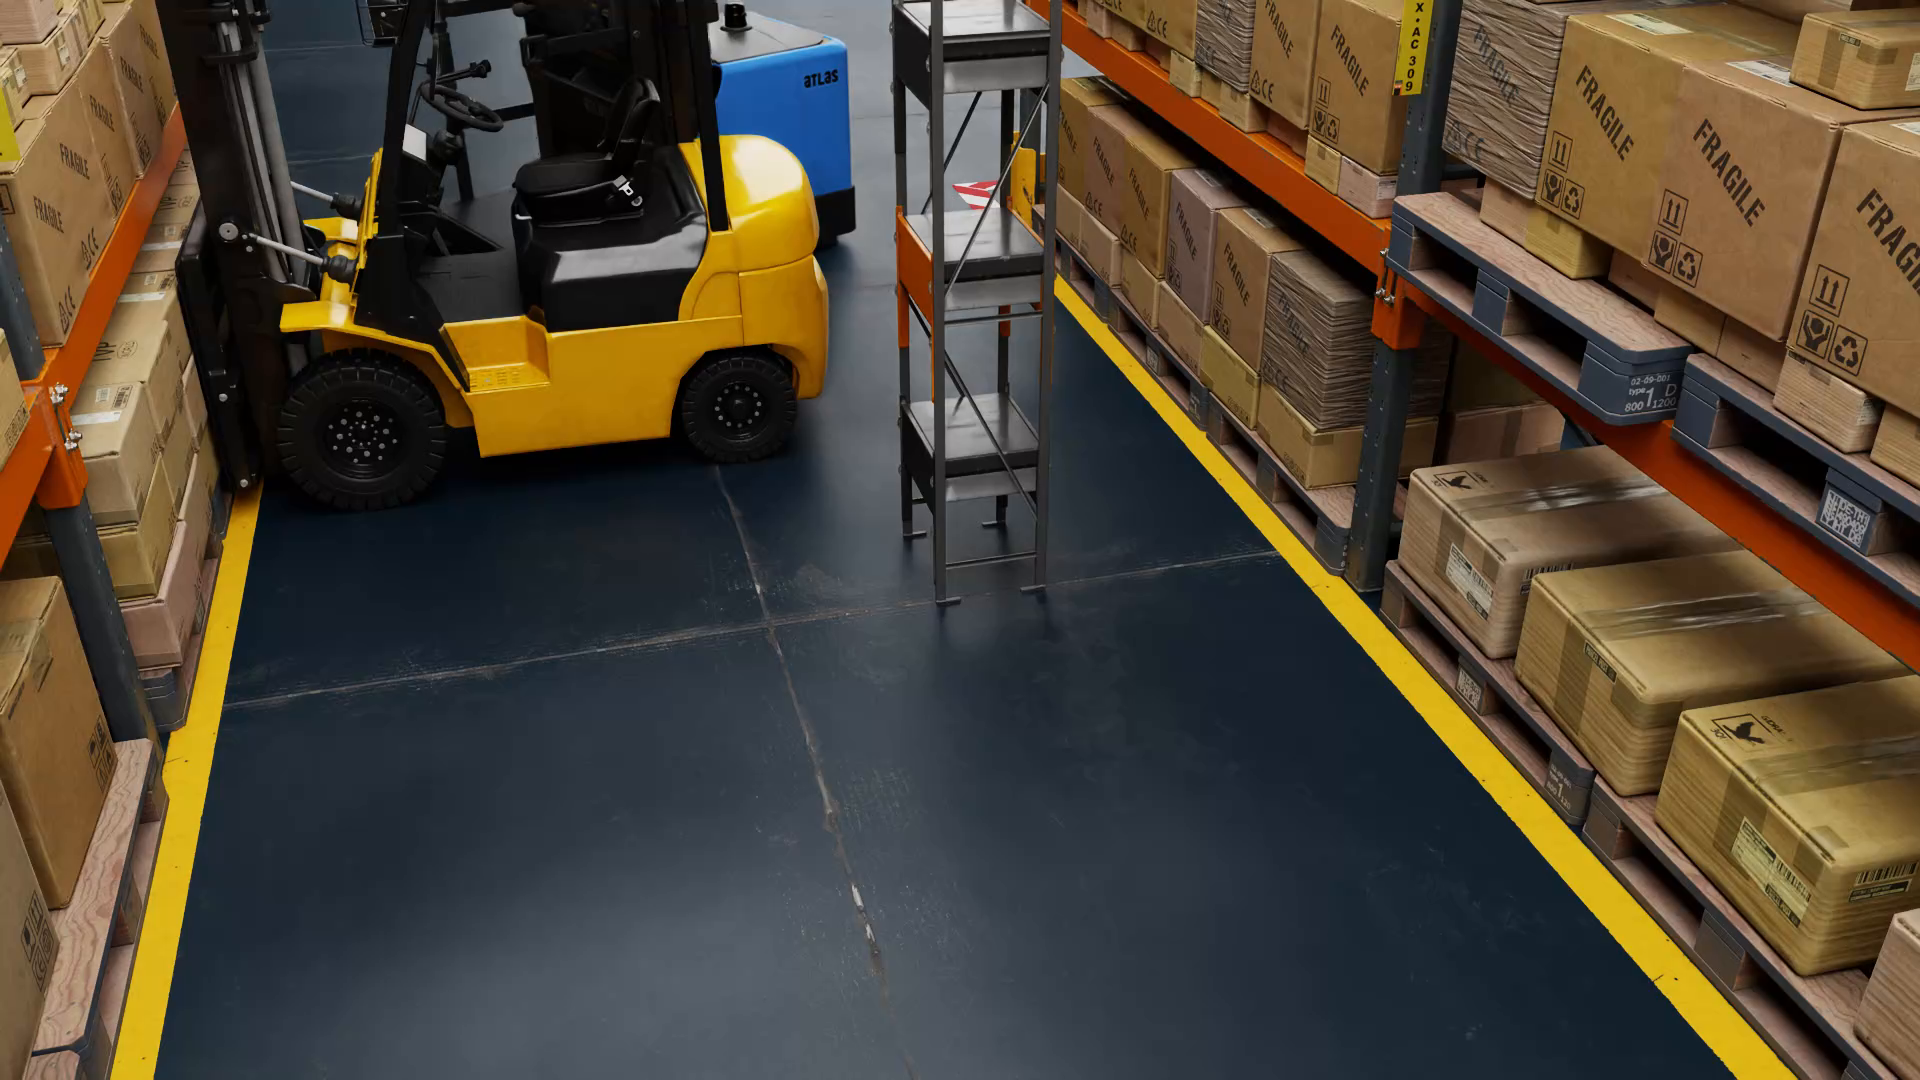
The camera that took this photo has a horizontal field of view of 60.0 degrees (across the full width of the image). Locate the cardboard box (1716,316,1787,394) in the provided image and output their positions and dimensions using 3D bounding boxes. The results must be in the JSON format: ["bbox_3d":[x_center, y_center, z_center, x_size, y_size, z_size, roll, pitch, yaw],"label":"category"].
[{"bbox_3d":[2.023,-0.463,3.887,0.380,0.149,0.250,-8,31,-13],"label":"cardboard box"}]

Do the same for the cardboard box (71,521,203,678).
[{"bbox_3d":[-2.711,0.195,5.244,0.500,0.250,0.500,-8,31,-13],"label":"cardboard box"}]

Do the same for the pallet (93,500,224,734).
[{"bbox_3d":[-3.073,0.282,5.552,1.003,0.211,1.213,-8,31,-13],"label":"pallet"}]

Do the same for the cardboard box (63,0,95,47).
[{"bbox_3d":[-3.045,-1.670,5.394,0.380,0.149,0.250,-9,31,-15],"label":"cardboard box"}]

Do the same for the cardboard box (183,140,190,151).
[{"bbox_3d":[-3.541,-1.711,7.539,0.500,0.250,0.500,-7,31,-12],"label":"cardboard box"}]

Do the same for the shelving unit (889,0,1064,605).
[{"bbox_3d":[0.044,-0.829,5.586,0.431,2.100,0.503,-8,31,-13],"label":"shelving unit"}]

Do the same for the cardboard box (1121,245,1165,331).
[{"bbox_3d":[1.054,-1.185,7.628,0.500,0.250,0.500,-6,31,-10],"label":"cardboard box"}]

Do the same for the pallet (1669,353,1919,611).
[{"bbox_3d":[2.379,-0.133,3.677,1.003,0.211,1.213,-8,31,-13],"label":"pallet"}]

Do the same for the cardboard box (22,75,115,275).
[{"bbox_3d":[-2.922,-1.077,5.017,0.500,0.500,0.500,-7,31,-12],"label":"cardboard box"}]

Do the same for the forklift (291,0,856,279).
[{"bbox_3d":[-2.020,-2.611,7.835,3.031,2.935,1.130,-23,37,-34],"label":"forklift"}]

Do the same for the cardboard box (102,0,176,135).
[{"bbox_3d":[-3.315,-1.808,6.280,0.500,0.500,0.500,-8,31,-14],"label":"cardboard box"}]

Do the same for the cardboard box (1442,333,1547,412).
[{"bbox_3d":[1.986,-0.834,6.274,0.500,0.500,0.500,-6,31,-11],"label":"cardboard box"}]

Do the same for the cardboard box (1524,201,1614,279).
[{"bbox_3d":[1.782,-0.839,4.537,0.380,0.149,0.250,-7,31,-12],"label":"cardboard box"}]

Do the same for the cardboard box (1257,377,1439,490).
[{"bbox_3d":[1.467,-0.439,6.339,0.500,0.250,0.500,-6,31,-11],"label":"cardboard box"}]

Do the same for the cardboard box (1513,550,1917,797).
[{"bbox_3d":[2.218,0.358,4.841,0.950,0.372,0.625,-6,31,-10],"label":"cardboard box"}]

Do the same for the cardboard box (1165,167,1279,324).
[{"bbox_3d":[1.194,-1.255,7.001,0.500,0.500,0.500,-6,31,-11],"label":"cardboard box"}]

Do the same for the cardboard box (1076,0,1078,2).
[{"bbox_3d":[0.792,-2.709,8.186,0.380,0.149,0.250,-7,31,-13],"label":"cardboard box"}]

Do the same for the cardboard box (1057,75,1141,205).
[{"bbox_3d":[0.775,-2.007,8.301,0.500,0.500,0.500,-9,31,-15],"label":"cardboard box"}]

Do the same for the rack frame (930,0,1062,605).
[{"bbox_3d":[0.109,-0.711,5.382,0.400,2.100,0.015,-8,31,-13],"label":"rack frame"}]

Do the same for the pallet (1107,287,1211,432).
[{"bbox_3d":[1.343,-0.900,7.595,1.003,0.211,1.213,-8,31,-13],"label":"pallet"}]

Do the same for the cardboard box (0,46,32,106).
[{"bbox_3d":[-2.899,-1.295,4.746,0.380,0.149,0.250,-8,31,-13],"label":"cardboard box"}]

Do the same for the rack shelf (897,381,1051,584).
[{"bbox_3d":[0.044,-0.211,5.943,0.431,0.518,0.480,-8,31,-13],"label":"rack shelf"}]

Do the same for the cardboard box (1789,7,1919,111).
[{"bbox_3d":[2.054,-1.046,3.600,0.380,0.149,0.250,-6,31,-10],"label":"cardboard box"}]

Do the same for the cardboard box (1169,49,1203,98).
[{"bbox_3d":[1.088,-1.940,6.859,0.380,0.149,0.250,-8,31,-13],"label":"cardboard box"}]

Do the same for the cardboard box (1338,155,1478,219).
[{"bbox_3d":[1.503,-1.203,5.585,0.380,0.149,0.250,-8,31,-14],"label":"cardboard box"}]

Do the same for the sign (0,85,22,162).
[{"bbox_3d":[-2.381,-1.079,4.043,0.100,0.325,0.005,-8,31,-13],"label":"sign"}]

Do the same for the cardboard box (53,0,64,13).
[{"bbox_3d":[-2.998,-1.677,5.110,0.380,0.149,0.250,-8,31,-14],"label":"cardboard box"}]

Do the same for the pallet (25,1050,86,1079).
[{"bbox_3d":[-2.341,1.613,3.253,1.003,0.211,1.213,-8,31,-13],"label":"pallet"}]

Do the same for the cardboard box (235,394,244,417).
[{"bbox_3d":[-3.128,-0.542,6.517,0.500,0.250,0.500,-7,31,-12],"label":"cardboard box"}]

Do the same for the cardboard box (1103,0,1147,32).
[{"bbox_3d":[0.956,-2.540,7.247,0.500,0.500,0.500,-8,31,-14],"label":"cardboard box"}]

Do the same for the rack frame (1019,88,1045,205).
[{"bbox_3d":[0.821,-3.129,8.662,1.000,3.000,0.127,-8,31,-13],"label":"rack frame"}]

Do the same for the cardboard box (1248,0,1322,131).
[{"bbox_3d":[1.382,-1.798,5.966,0.500,0.500,0.500,-7,31,-12],"label":"cardboard box"}]

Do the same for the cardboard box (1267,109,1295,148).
[{"bbox_3d":[1.384,-1.581,6.238,0.380,0.149,0.250,-8,31,-14],"label":"cardboard box"}]

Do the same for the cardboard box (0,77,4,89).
[{"bbox_3d":[-2.701,-1.181,4.253,0.380,0.149,0.250,-7,31,-12],"label":"cardboard box"}]

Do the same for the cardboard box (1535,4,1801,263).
[{"bbox_3d":[1.864,-1.044,4.244,0.500,0.500,0.500,-8,31,-13],"label":"cardboard box"}]

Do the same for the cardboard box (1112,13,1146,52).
[{"bbox_3d":[0.908,-2.321,7.516,0.380,0.149,0.250,-7,31,-12],"label":"cardboard box"}]

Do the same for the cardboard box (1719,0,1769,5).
[{"bbox_3d":[2.226,-1.358,4.786,0.500,0.500,0.500,-8,31,-14],"label":"cardboard box"}]

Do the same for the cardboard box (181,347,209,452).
[{"bbox_3d":[-2.991,-0.505,5.955,0.500,0.250,0.500,-8,31,-14],"label":"cardboard box"}]

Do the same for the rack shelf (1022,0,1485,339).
[{"bbox_3d":[1.352,-1.852,7.173,1.077,0.370,4.000,-8,31,-13],"label":"rack shelf"}]

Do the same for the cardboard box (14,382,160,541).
[{"bbox_3d":[-2.728,-0.235,4.989,0.500,0.250,0.500,-8,31,-14],"label":"cardboard box"}]

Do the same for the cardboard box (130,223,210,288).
[{"bbox_3d":[-3.129,-0.977,6.271,0.500,0.250,0.500,-8,31,-14],"label":"cardboard box"}]
